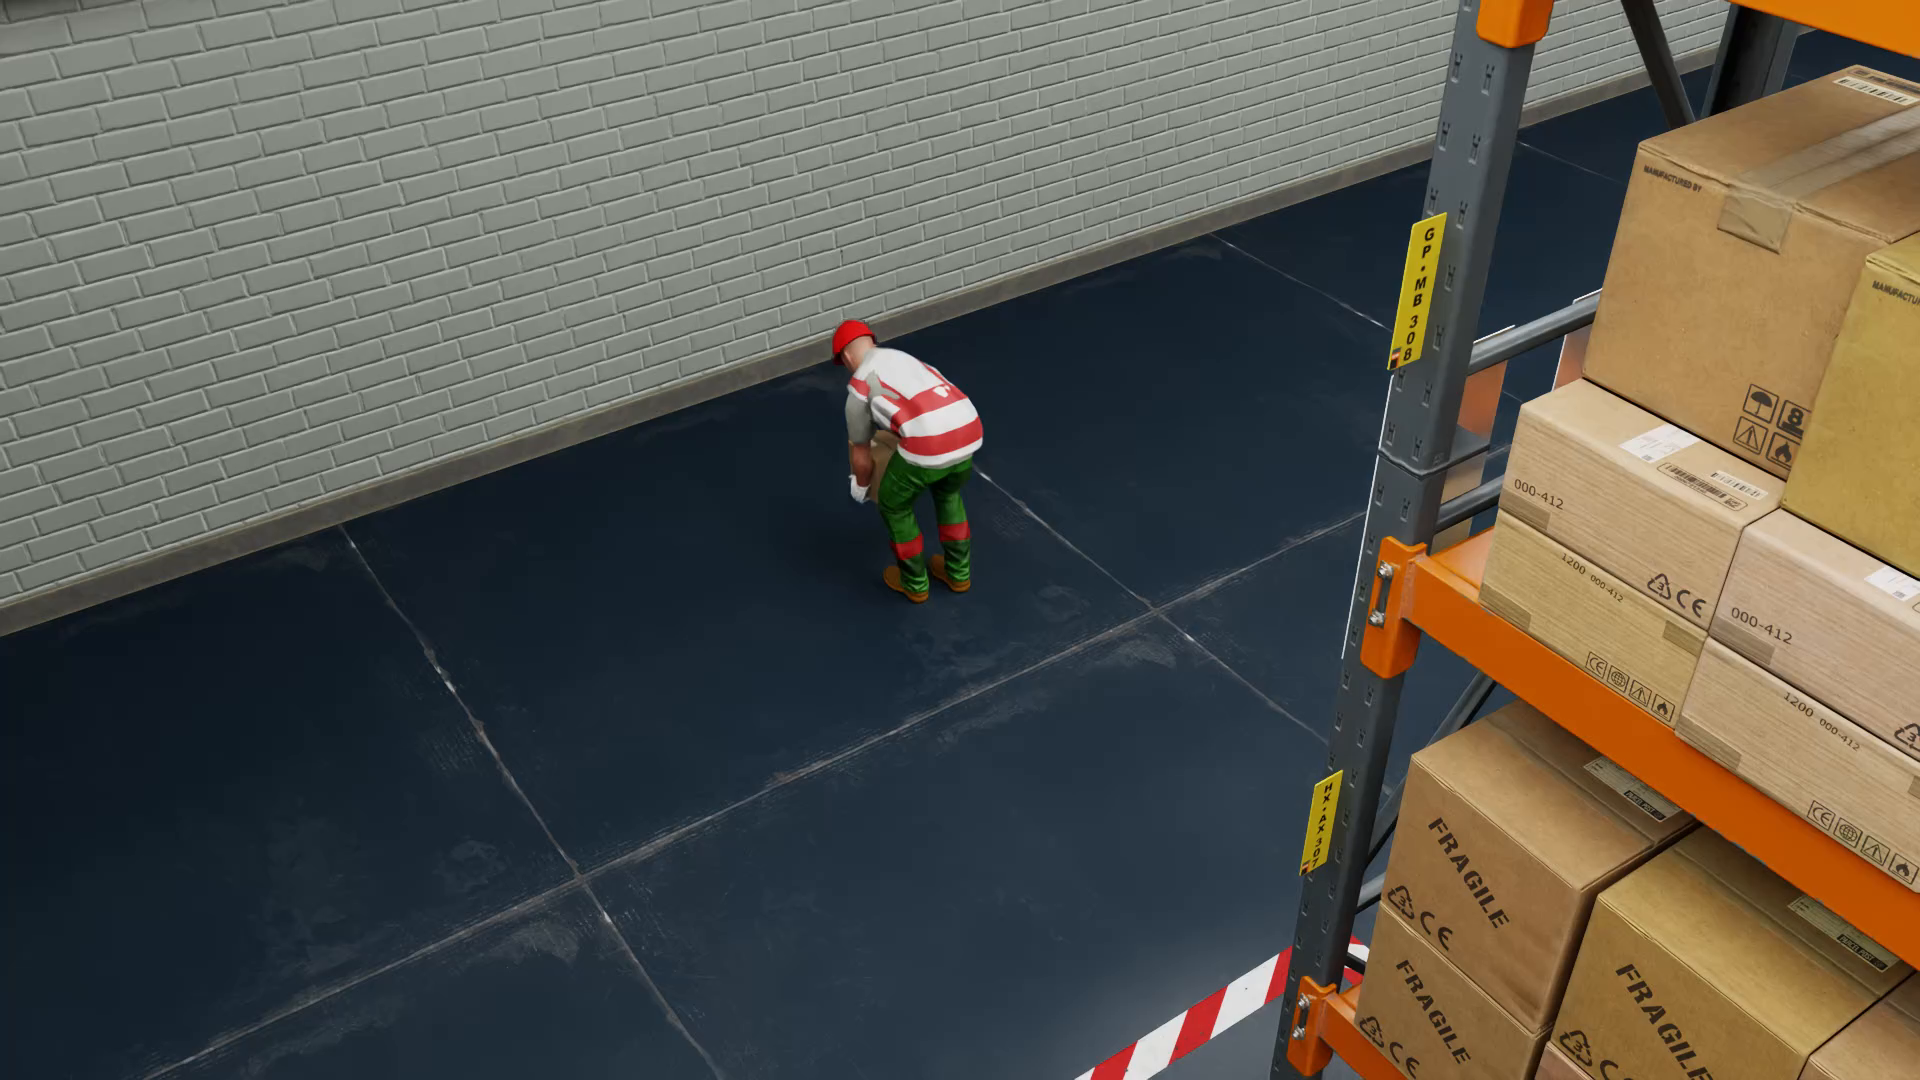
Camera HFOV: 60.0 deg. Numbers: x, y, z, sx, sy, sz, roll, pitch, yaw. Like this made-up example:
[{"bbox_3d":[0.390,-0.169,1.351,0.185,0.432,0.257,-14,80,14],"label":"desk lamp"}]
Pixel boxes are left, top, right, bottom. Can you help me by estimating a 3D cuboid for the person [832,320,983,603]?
[{"bbox_3d":[-0.281,-0.368,7.971,0.486,1.218,0.949,-24,42,-29],"label":"person"}]
